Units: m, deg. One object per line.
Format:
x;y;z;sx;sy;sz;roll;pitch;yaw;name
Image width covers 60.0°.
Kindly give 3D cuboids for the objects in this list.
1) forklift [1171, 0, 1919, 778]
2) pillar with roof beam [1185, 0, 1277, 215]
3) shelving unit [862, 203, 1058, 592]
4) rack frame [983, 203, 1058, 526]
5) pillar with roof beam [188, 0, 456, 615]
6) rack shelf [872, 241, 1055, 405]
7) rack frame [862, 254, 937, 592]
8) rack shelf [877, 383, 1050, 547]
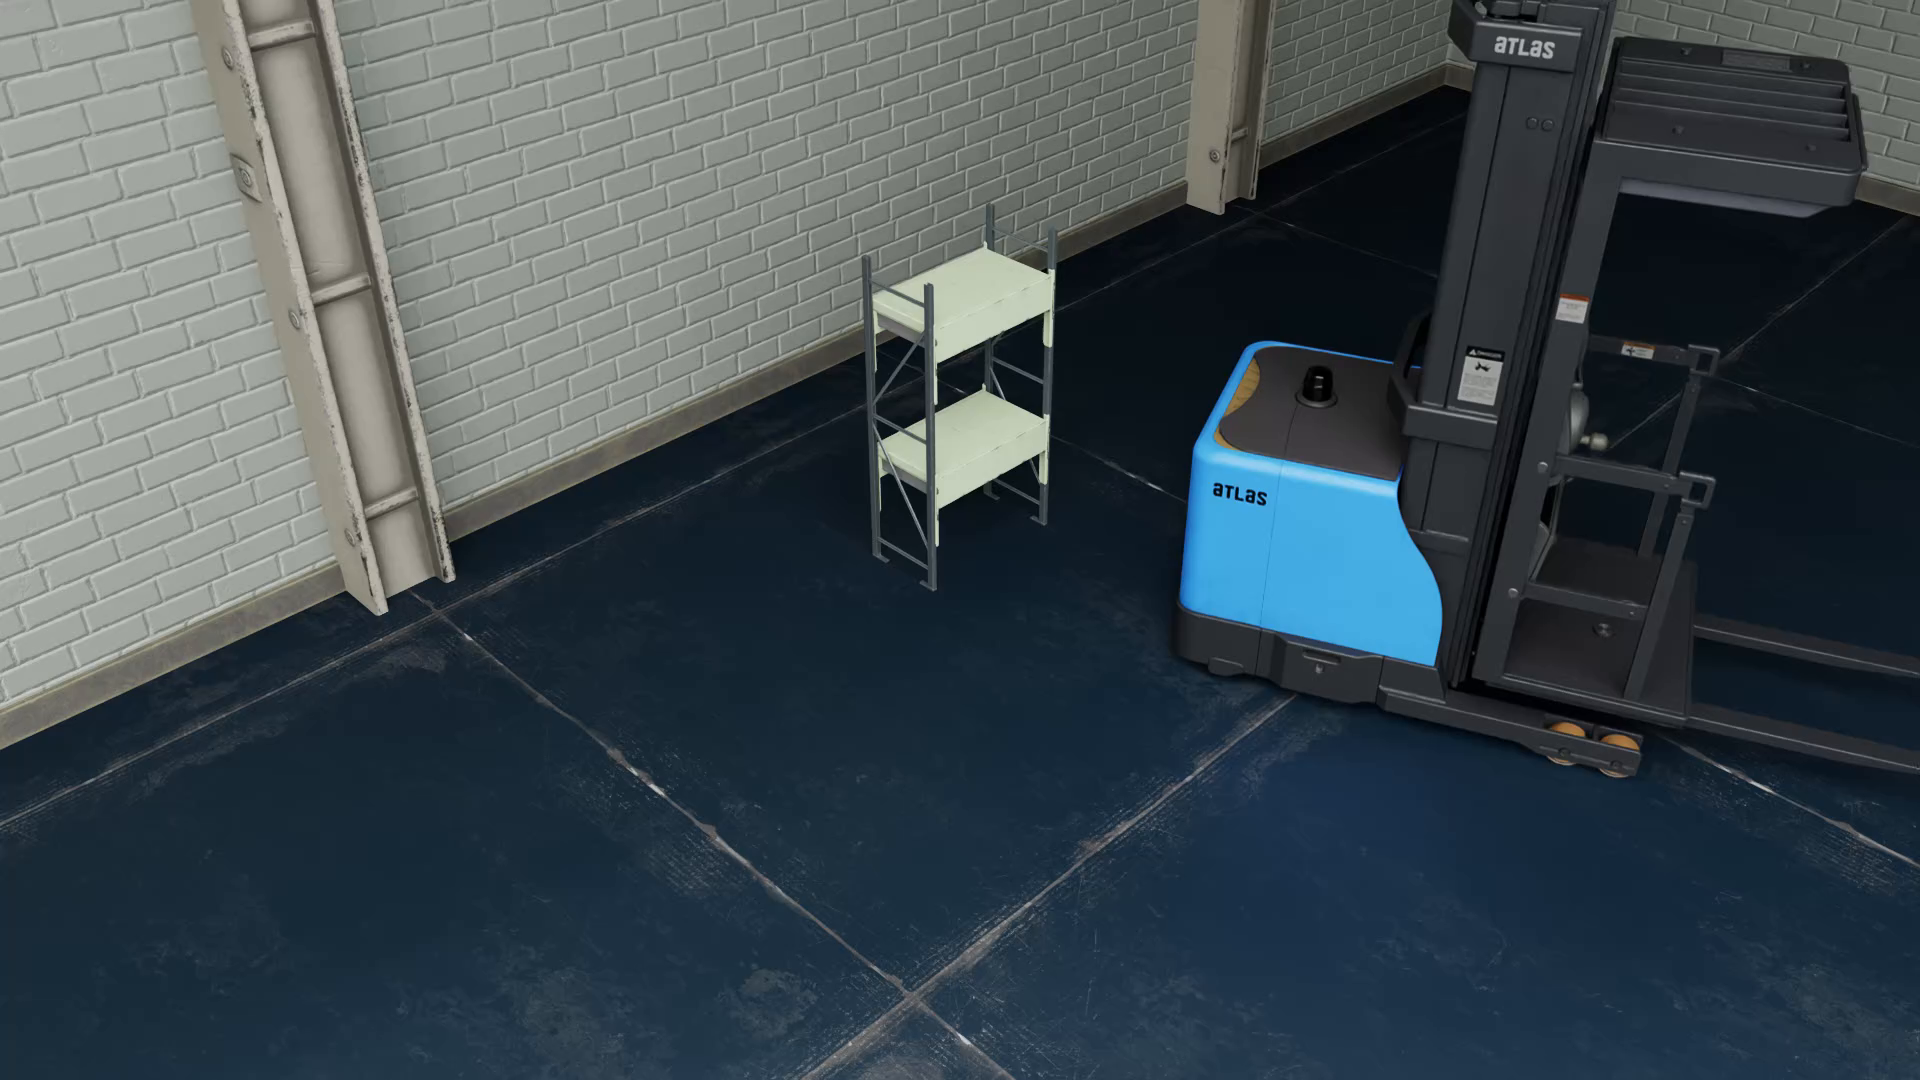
2.459;-0.629;6.090;3.031;2.935;1.130;13;37;17;forklift
4.765;-4.201;5.907;9.100;9.000;0.400;30;45;35;pillar with roof beam
0.005;-0.618;7.325;0.431;1.500;0.755;30;45;35;shelving unit
0.263;-0.766;7.538;0.400;1.500;0.023;30;45;35;rack frame
0.538;-1.765;2.415;9.100;9.000;0.400;30;45;35;pillar with roof beam
0.005;-0.938;7.102;0.431;0.370;0.720;30;45;35;rack shelf
-0.253;-0.469;7.112;0.400;1.500;0.023;30;45;35;rack frame
0.005;-0.350;7.511;0.431;0.370;0.720;30;45;35;rack shelf
